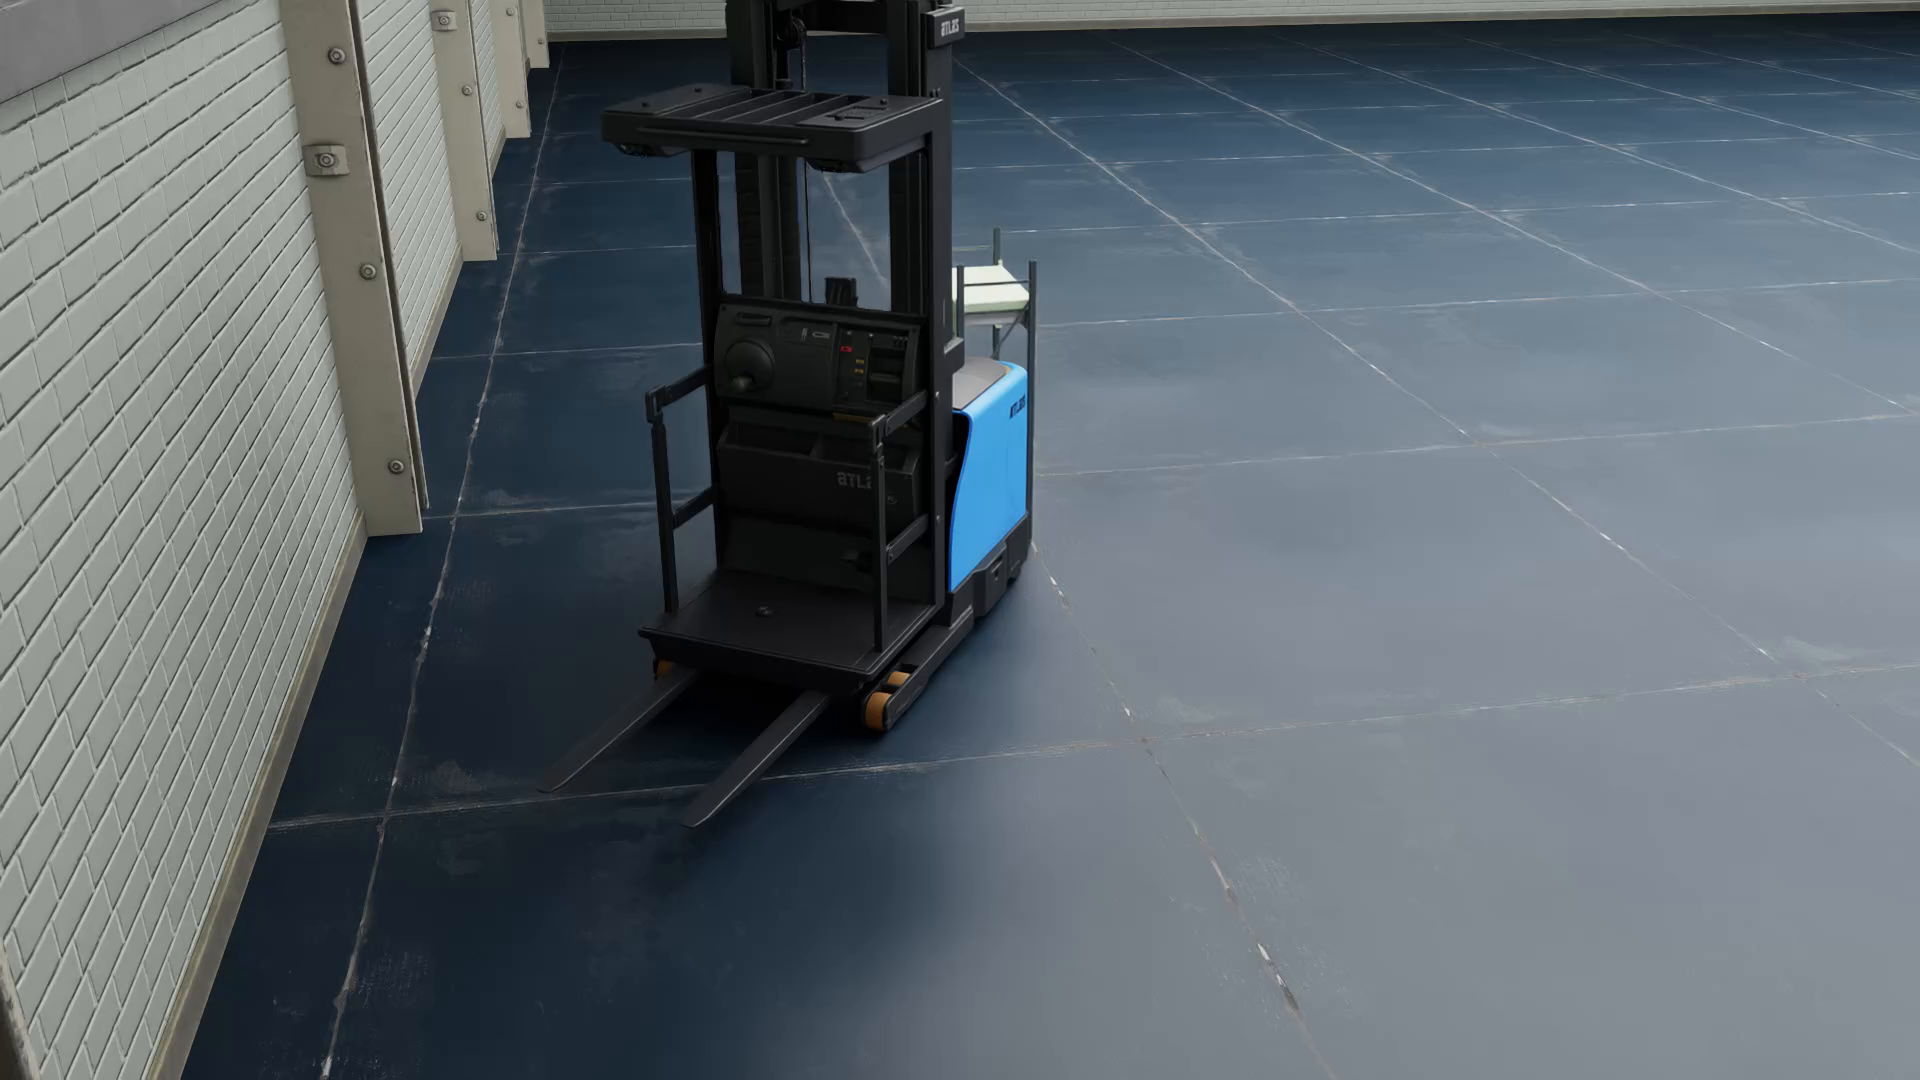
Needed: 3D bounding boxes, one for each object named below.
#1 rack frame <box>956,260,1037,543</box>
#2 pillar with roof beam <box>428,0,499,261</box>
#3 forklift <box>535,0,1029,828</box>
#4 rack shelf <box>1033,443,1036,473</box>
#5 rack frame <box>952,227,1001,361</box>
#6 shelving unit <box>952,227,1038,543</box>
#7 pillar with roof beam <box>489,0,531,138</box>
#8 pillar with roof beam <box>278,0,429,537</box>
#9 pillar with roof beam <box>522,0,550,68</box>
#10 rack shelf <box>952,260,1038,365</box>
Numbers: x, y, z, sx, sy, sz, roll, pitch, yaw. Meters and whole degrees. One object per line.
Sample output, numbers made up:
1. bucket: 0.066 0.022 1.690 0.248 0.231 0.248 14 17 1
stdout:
1. rack frame: 0.180 -0.662 8.393 0.400 1.500 0.023 -5 24 -12
2. pillar with roof beam: 0.070 -6.908 13.324 9.100 9.000 0.400 -4 24 -10
3. forklift: -0.683 -0.736 6.772 1.130 2.935 3.031 9 25 20
4. rack shelf: 0.099 -0.507 8.851 0.431 0.370 0.720 -5 24 -12
5. rack frame: 0.019 -0.948 9.048 0.400 1.500 0.023 -5 24 -12
6. shelving unit: 0.099 -0.805 8.720 0.431 1.500 0.755 -5 24 -12
7. pillar with roof beam: -1.040 -9.268 18.727 9.100 9.000 0.400 -4 24 -10
8. pillar with roof beam: 1.179 -4.548 7.920 9.100 9.000 0.400 -4 24 -10
9. pillar with roof beam: -2.149 -11.628 24.131 9.100 9.000 0.400 -4 24 -10
10. rack shelf: 0.099 -1.163 8.564 0.431 0.370 0.720 -5 24 -12
